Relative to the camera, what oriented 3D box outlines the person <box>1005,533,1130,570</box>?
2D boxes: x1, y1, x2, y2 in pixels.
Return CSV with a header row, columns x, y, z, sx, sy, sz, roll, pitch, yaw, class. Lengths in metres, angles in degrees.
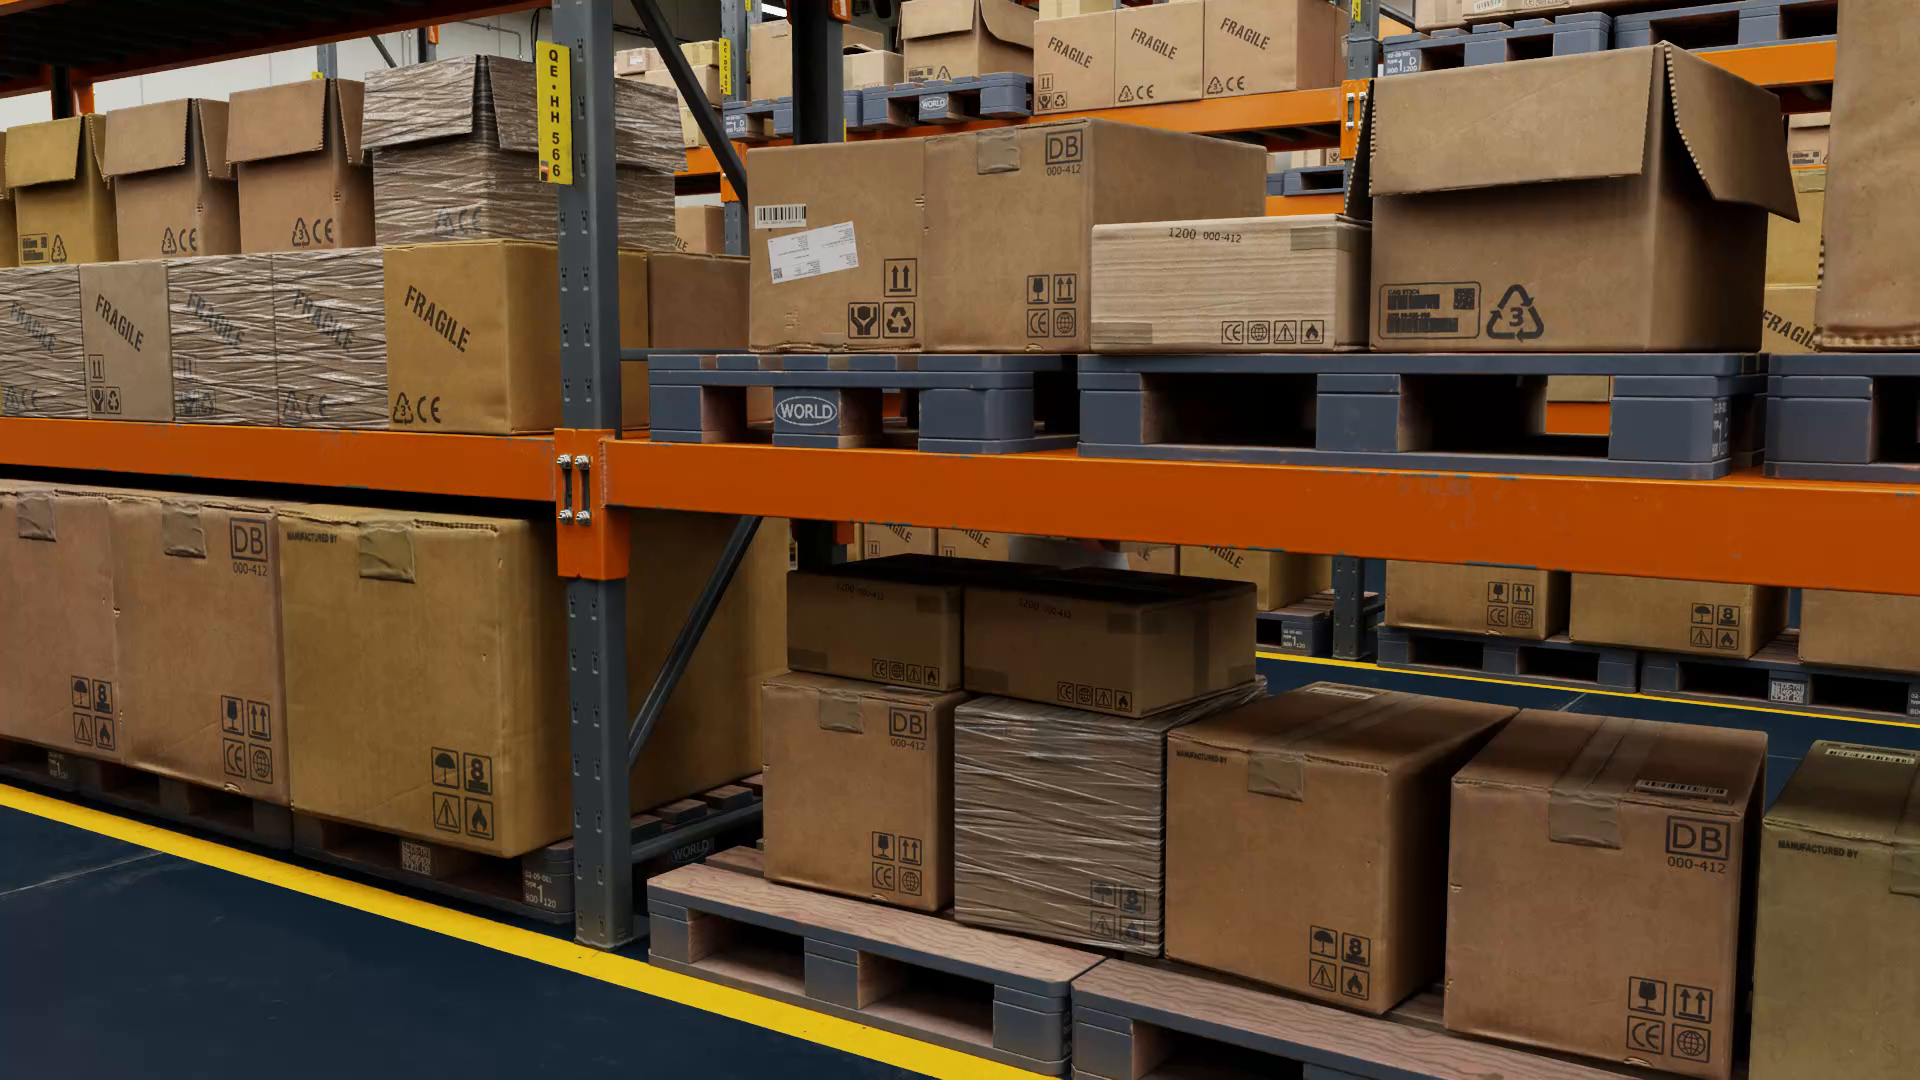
x,y,z,sx,sy,sz,roll,pitch,yaw,class
0.436,0.001,5.633,0.494,1.768,0.571,-5,8,-38,person
